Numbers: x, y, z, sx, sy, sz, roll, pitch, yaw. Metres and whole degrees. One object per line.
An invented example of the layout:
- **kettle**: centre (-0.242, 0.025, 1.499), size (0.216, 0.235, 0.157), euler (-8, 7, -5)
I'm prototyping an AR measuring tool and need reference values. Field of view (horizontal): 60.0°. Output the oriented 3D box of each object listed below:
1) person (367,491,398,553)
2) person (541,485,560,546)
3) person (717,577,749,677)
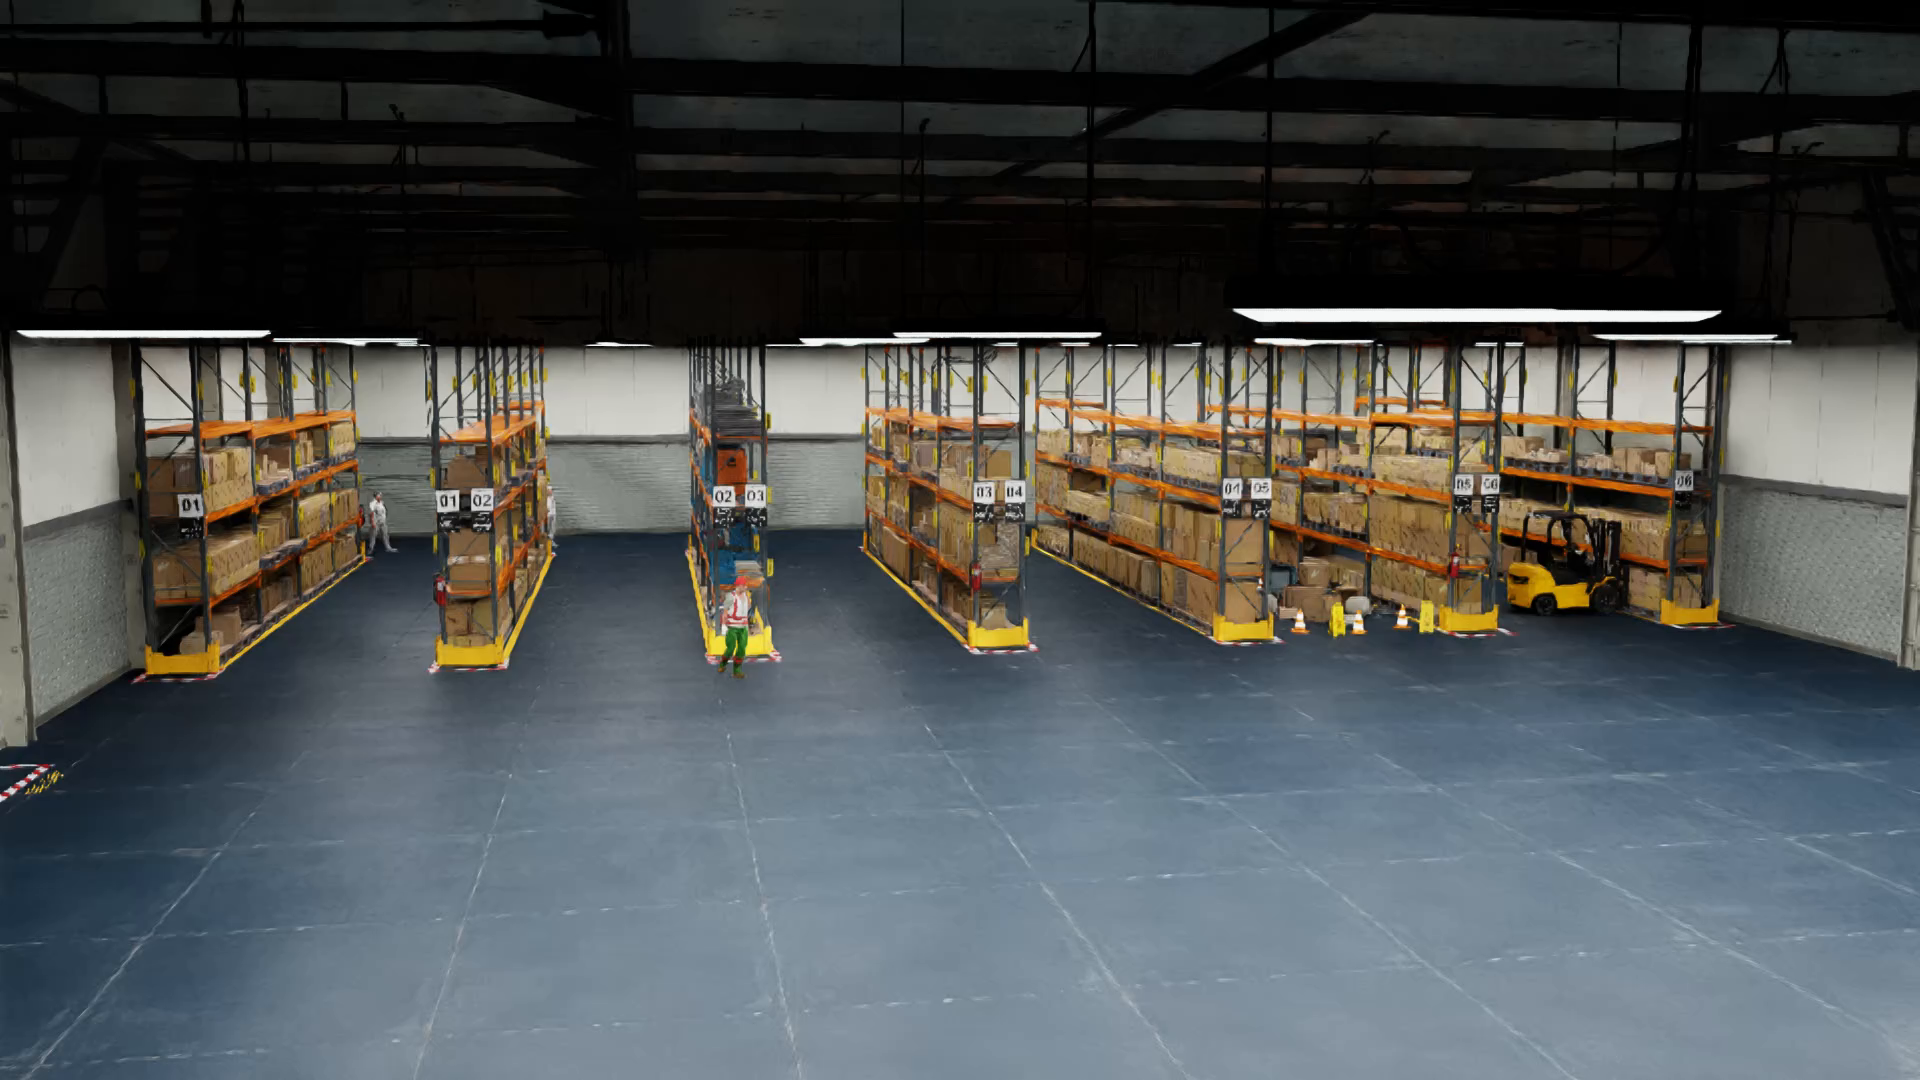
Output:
- **person**: centre (-16.336, -0.519, 46.803), size (0.582, 1.755, 0.772), euler (3, 7, 25)
- **person**: centre (-12.008, -0.693, 48.304), size (0.472, 1.790, 0.692), euler (3, 7, 27)
- **person**: centre (-3.957, 1.516, 29.117), size (0.577, 1.774, 0.590), euler (6, 9, 45)
